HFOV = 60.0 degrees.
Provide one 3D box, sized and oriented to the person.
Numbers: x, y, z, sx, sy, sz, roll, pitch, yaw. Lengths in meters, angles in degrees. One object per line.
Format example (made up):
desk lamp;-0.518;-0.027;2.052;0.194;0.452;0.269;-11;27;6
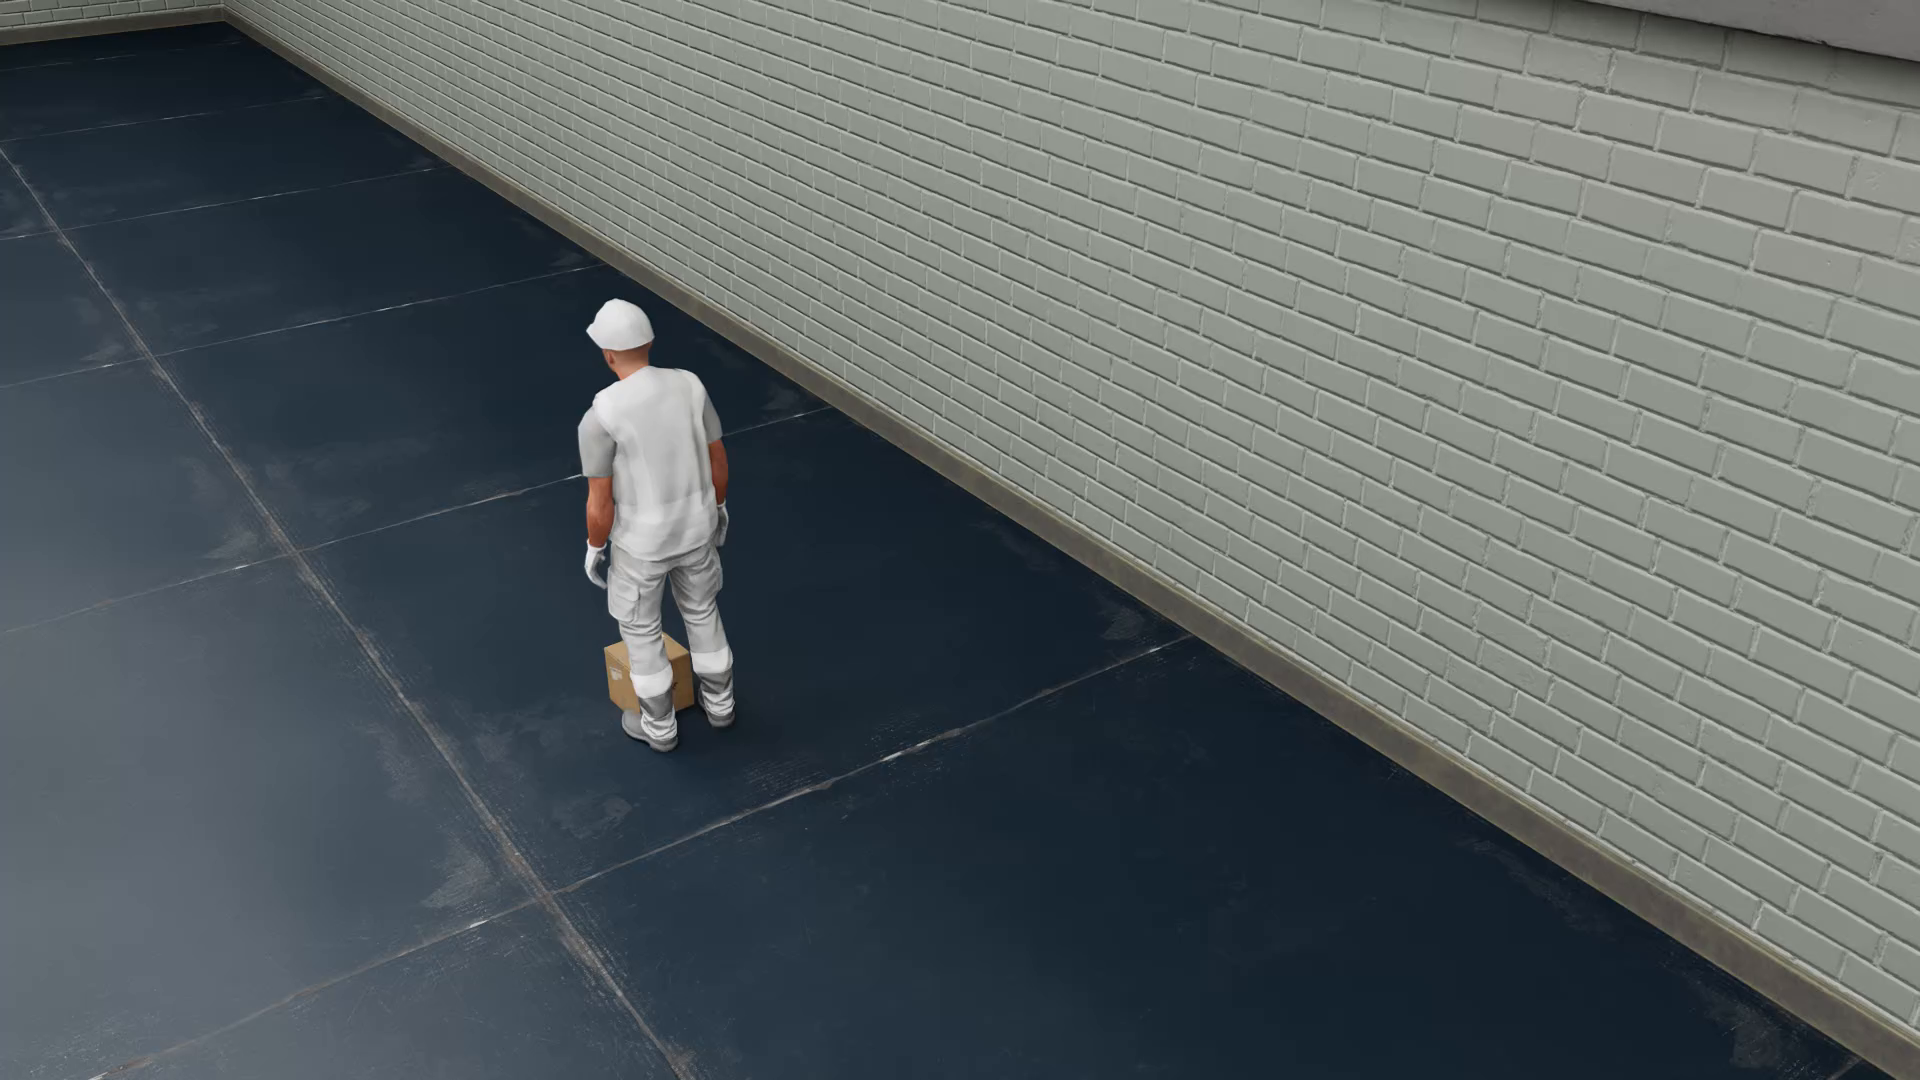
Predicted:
person;-1.123;-0.033;6.171;0.609;1.777;0.453;-21;35;-33
